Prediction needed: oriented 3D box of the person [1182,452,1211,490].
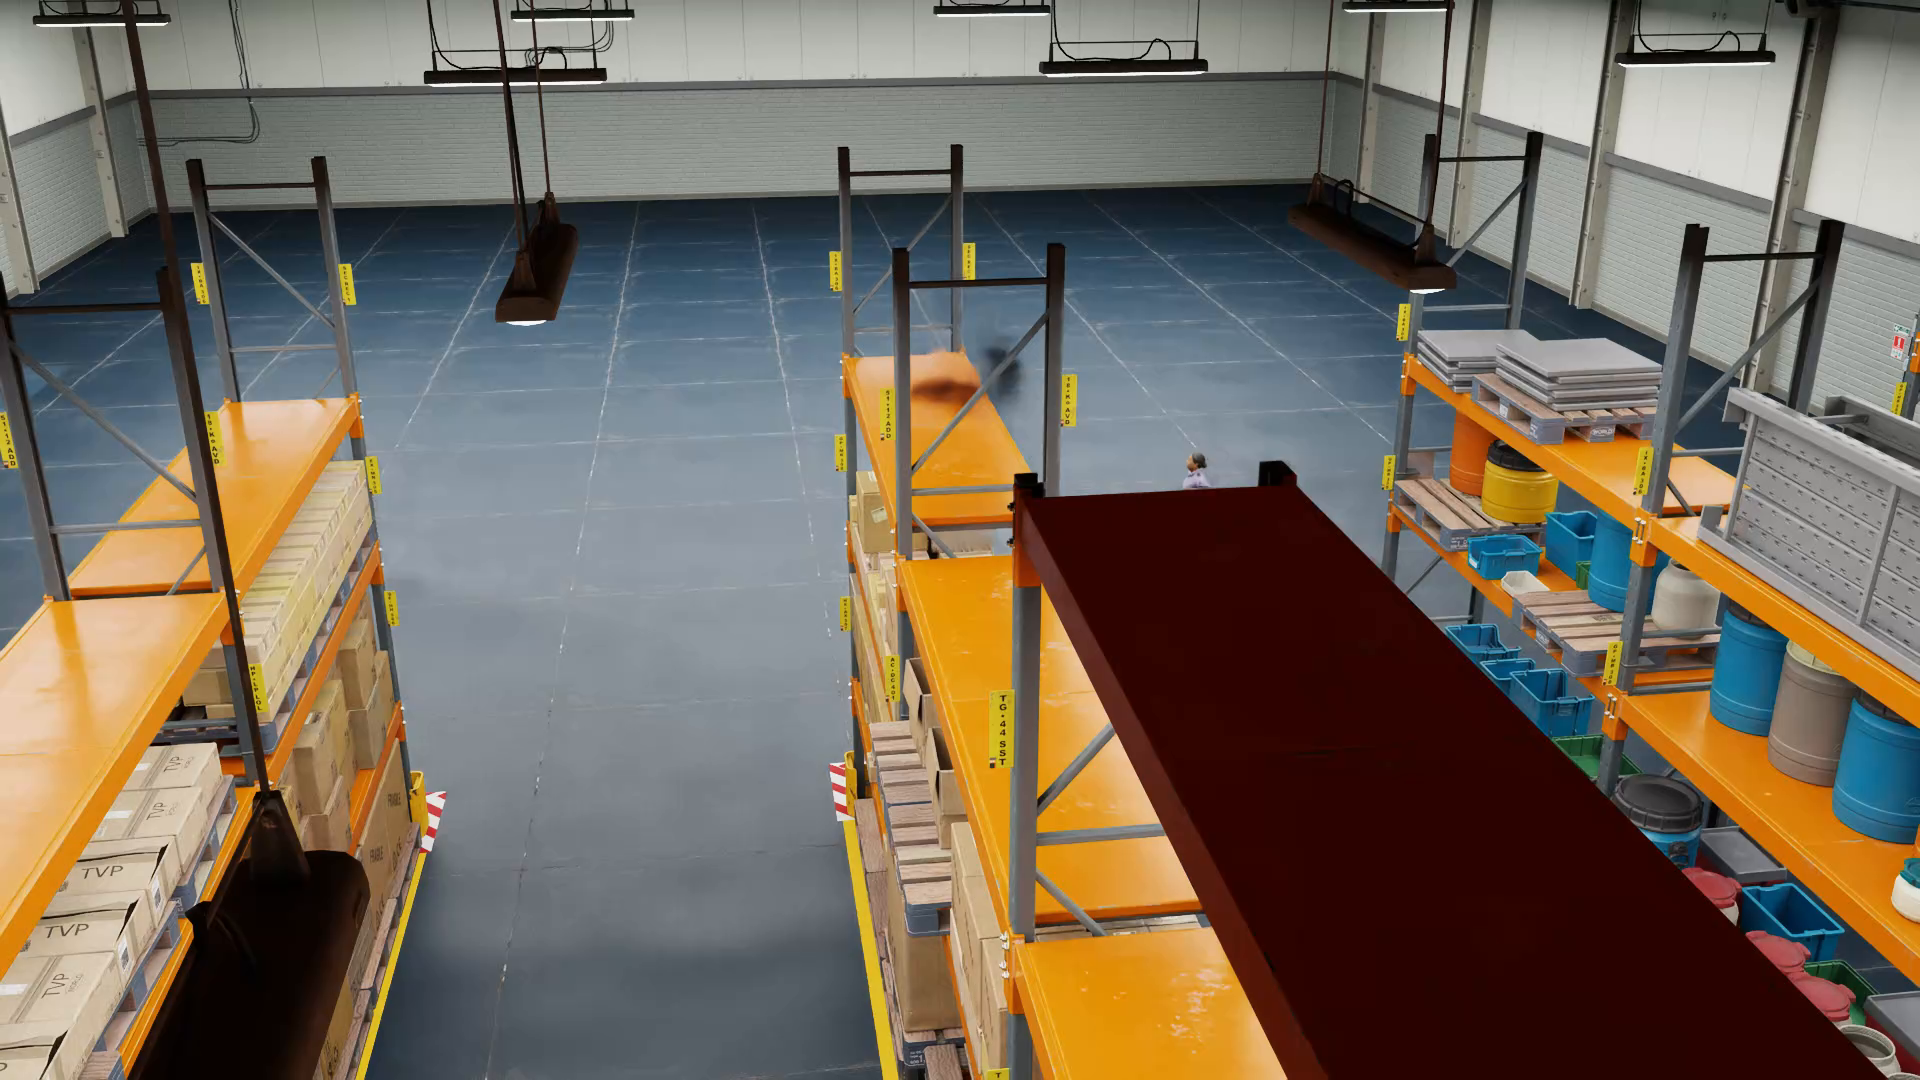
[{"bbox_3d":[2.958,-0.259,20.255,0.754,1.528,0.597,3,22,7],"label":"person"}]
